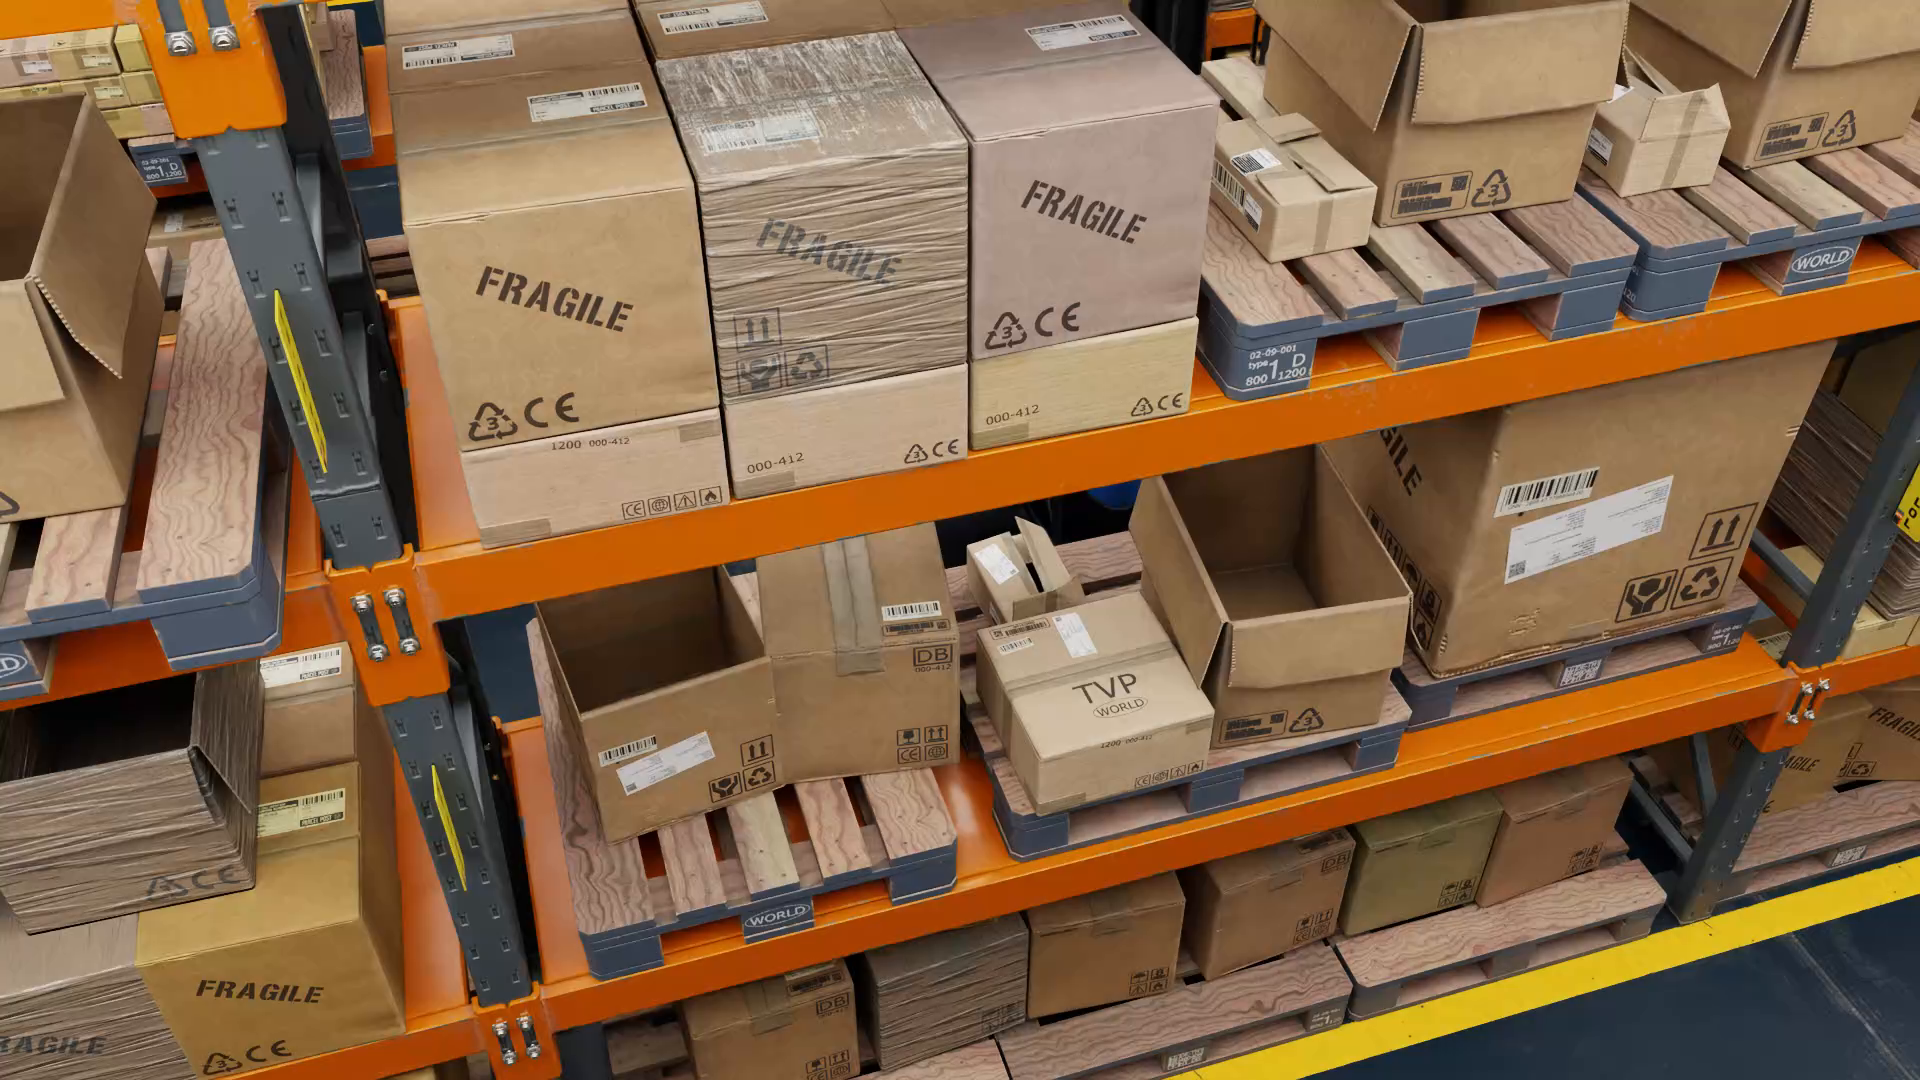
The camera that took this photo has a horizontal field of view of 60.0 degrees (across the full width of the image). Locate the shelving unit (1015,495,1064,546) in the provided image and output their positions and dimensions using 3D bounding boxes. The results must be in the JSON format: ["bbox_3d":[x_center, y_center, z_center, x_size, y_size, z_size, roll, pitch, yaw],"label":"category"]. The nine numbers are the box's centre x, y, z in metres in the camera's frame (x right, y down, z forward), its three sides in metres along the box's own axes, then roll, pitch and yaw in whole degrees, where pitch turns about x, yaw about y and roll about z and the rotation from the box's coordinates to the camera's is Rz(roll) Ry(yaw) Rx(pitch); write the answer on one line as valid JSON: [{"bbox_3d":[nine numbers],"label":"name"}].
[{"bbox_3d":[-0.131,-0.460,6.986,1.048,1.500,0.538,-12,43,-14],"label":"shelving unit"}]

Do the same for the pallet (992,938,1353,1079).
[{"bbox_3d":[0.601,1.390,5.848,1.213,0.211,1.003,-12,42,-13],"label":"pallet"}]

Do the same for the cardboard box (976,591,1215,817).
[{"bbox_3d":[0.361,0.444,4.607,0.500,0.250,0.500,-13,43,-14],"label":"cardboard box"}]

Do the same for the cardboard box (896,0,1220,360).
[{"bbox_3d":[0.182,-0.757,3.450,0.500,0.500,0.500,-13,43,-14],"label":"cardboard box"}]

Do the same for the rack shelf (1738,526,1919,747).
[{"bbox_3d":[4.417,-0.183,6.076,4.000,0.370,1.077,-12,42,-13],"label":"rack shelf"}]

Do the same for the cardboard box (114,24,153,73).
[{"bbox_3d":[-3.520,-2.204,7.261,0.250,0.149,0.380,-10,42,-12],"label":"cardboard box"}]

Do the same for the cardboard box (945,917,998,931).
[{"bbox_3d":[-0.173,0.963,5.213,0.500,0.250,0.500,-7,42,-8],"label":"cardboard box"}]

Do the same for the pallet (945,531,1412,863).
[{"bbox_3d":[0.570,0.387,5.022,1.213,0.211,1.003,-12,42,-13],"label":"pallet"}]

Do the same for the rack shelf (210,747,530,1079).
[{"bbox_3d":[-3.214,1.398,4.266,4.000,0.370,1.077,-12,42,-13],"label":"rack shelf"}]

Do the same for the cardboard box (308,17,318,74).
[{"bbox_3d":[-3.034,-2.193,7.475,0.250,0.149,0.380,-11,42,-12],"label":"cardboard box"}]

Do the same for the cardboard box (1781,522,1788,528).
[{"bbox_3d":[2.867,-0.234,5.779,0.250,0.149,0.380,-12,42,-13],"label":"cardboard box"}]

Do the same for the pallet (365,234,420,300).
[{"bbox_3d":[-3.446,-1.197,8.809,1.213,0.211,1.003,-12,42,-13],"label":"pallet"}]

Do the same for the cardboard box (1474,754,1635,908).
[{"bbox_3d":[1.917,0.825,5.941,0.500,0.500,0.700,-15,43,-16],"label":"cardboard box"}]

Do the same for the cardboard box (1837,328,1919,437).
[{"bbox_3d":[3.015,-0.514,4.846,0.500,0.500,0.500,-12,42,-13],"label":"cardboard box"}]

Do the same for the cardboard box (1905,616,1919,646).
[{"bbox_3d":[3.047,0.141,5.349,0.250,0.149,0.380,-12,42,-13],"label":"cardboard box"}]

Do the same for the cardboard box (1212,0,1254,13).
[{"bbox_3d":[1.464,-3.328,9.015,0.550,0.550,0.875,-12,42,-13],"label":"cardboard box"}]

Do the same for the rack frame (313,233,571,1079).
[{"bbox_3d":[-1.306,0.732,4.482,0.127,3.000,1.000,-12,42,-13],"label":"rack frame"}]

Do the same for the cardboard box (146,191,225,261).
[{"bbox_3d":[-3.752,-1.493,8.040,0.500,0.250,0.500,-11,42,-12],"label":"cardboard box"}]

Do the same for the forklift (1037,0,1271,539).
[{"bbox_3d":[1.513,-1.875,7.519,3.031,2.935,1.130,-29,49,-29],"label":"forklift"}]

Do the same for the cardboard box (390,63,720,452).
[{"bbox_3d":[-0.781,-0.555,3.219,0.500,0.500,0.500,-11,42,-13],"label":"cardboard box"}]

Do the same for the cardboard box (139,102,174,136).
[{"bbox_3d":[-3.515,-1.979,7.457,0.250,0.149,0.380,-11,42,-12],"label":"cardboard box"}]

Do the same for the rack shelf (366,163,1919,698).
[{"bbox_3d":[0.601,-0.522,4.184,4.000,0.370,1.077,-12,42,-13],"label":"rack shelf"}]

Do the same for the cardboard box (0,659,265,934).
[{"bbox_3d":[-2.009,0.451,3.965,0.637,0.503,0.797,-10,42,-12],"label":"cardboard box"}]

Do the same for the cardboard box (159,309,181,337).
[{"bbox_3d":[-3.745,-1.223,8.300,0.500,0.500,0.500,-10,42,-11],"label":"cardboard box"}]

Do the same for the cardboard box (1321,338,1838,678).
[{"bbox_3d":[1.709,-0.373,4.972,1.000,1.000,1.000,-11,42,-13],"label":"cardboard box"}]

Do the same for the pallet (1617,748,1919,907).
[{"bbox_3d":[3.139,0.837,6.481,1.213,0.211,1.003,-12,42,-13],"label":"pallet"}]

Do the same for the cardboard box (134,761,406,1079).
[{"bbox_3d":[-1.703,0.947,4.159,0.500,0.500,0.500,-10,42,-12],"label":"cardboard box"}]

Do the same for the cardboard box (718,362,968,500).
[{"bbox_3d":[-0.292,-0.375,3.583,0.500,0.250,0.500,-11,42,-12],"label":"cardboard box"}]

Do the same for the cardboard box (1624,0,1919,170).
[{"bbox_3d":[2.031,-1.354,4.192,0.637,0.503,0.797,-14,43,-15],"label":"cardboard box"}]

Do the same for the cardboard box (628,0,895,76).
[{"bbox_3d":[-0.441,-0.983,3.709,0.500,0.500,0.500,-12,43,-13],"label":"cardboard box"}]

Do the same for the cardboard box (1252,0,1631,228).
[{"bbox_3d":[1.133,-1.168,3.979,0.637,0.503,0.797,-10,42,-11],"label":"cardboard box"}]

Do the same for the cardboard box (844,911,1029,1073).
[{"bbox_3d":[-0.148,1.245,5.460,0.500,0.500,0.700,-15,43,-17],"label":"cardboard box"}]

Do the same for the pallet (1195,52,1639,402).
[{"bbox_3d":[0.900,-0.855,4.162,1.003,0.211,1.213,-12,42,-13],"label":"pallet"}]

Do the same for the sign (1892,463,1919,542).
[{"bbox_3d":[2.679,-0.147,4.608,0.005,0.325,0.100,-12,42,-13],"label":"sign"}]

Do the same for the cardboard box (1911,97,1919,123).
[{"bbox_3d":[2.865,-1.386,4.740,0.500,0.250,0.500,-10,42,-11],"label":"cardboard box"}]

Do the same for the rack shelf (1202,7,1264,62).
[{"bbox_3d":[3.023,-3.315,9.661,4.000,0.370,1.077,-12,42,-13],"label":"rack shelf"}]

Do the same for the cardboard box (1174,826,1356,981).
[{"bbox_3d":[0.923,1.018,5.720,0.500,0.500,0.700,-15,43,-17],"label":"cardboard box"}]

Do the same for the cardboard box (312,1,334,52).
[{"bbox_3d":[-3.187,-2.502,8.056,0.250,0.149,0.380,-12,43,-14],"label":"cardboard box"}]

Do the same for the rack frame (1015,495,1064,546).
[{"bbox_3d":[0.352,-0.564,7.105,0.032,1.500,0.500,-12,43,-14],"label":"rack frame"}]

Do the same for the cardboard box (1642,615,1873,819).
[{"bbox_3d":[2.903,0.671,6.133,0.500,0.500,0.500,-13,43,-14],"label":"cardboard box"}]

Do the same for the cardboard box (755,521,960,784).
[{"bbox_3d":[-0.301,0.231,4.660,0.500,0.500,0.700,-6,41,-7],"label":"cardboard box"}]

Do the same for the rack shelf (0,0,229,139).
[{"bbox_3d":[-3.214,-0.710,2.424,4.000,0.370,1.077,-12,42,-13],"label":"rack shelf"}]

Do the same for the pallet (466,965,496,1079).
[{"bbox_3d":[-2.081,1.891,5.275,1.213,0.211,1.003,-12,42,-13],"label":"pallet"}]

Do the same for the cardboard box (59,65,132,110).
[{"bbox_3d":[-3.777,-2.036,7.296,0.250,0.149,0.380,-12,42,-13],"label":"cardboard box"}]

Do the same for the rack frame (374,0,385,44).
[{"bbox_3d":[-2.700,-2.401,8.067,0.127,3.000,1.000,-12,42,-13],"label":"rack frame"}]

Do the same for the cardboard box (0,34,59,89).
[{"bbox_3d":[-4.005,-2.104,7.148,0.250,0.149,0.380,-12,42,-13],"label":"cardboard box"}]

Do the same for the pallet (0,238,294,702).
[{"bbox_3d":[-1.904,-0.166,3.373,1.003,0.211,1.213,-10,42,-11],"label":"pallet"}]

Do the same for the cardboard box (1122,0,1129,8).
[{"bbox_3d":[0.698,-2.958,8.629,0.500,0.500,0.500,-12,43,-13],"label":"cardboard box"}]

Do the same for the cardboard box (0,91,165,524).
[{"bbox_3d":[-1.866,-0.429,3.133,0.637,0.503,0.797,-9,42,-11],"label":"cardboard box"}]
